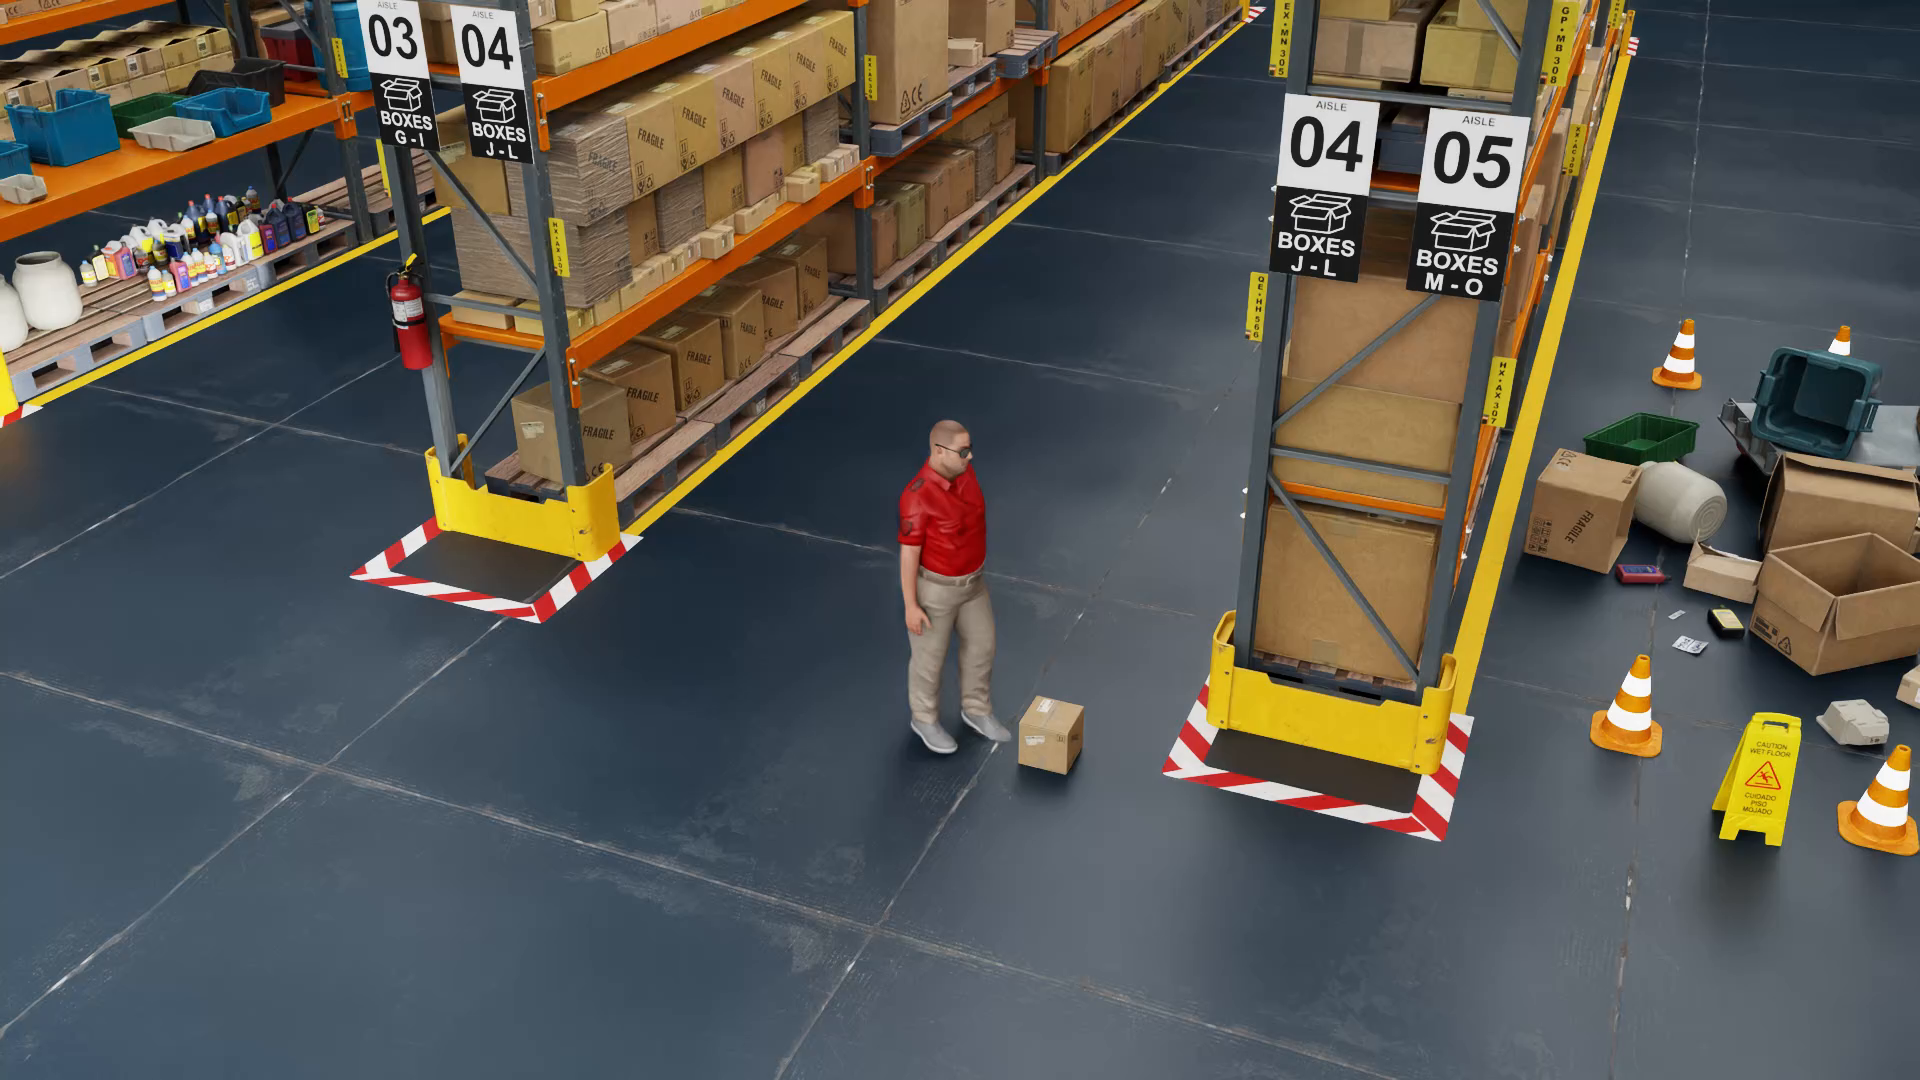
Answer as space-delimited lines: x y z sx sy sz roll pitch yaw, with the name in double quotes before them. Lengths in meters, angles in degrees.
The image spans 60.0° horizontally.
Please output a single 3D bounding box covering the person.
"person" -0.018 0.356 8.030 0.474 1.588 0.533 22 36 34
